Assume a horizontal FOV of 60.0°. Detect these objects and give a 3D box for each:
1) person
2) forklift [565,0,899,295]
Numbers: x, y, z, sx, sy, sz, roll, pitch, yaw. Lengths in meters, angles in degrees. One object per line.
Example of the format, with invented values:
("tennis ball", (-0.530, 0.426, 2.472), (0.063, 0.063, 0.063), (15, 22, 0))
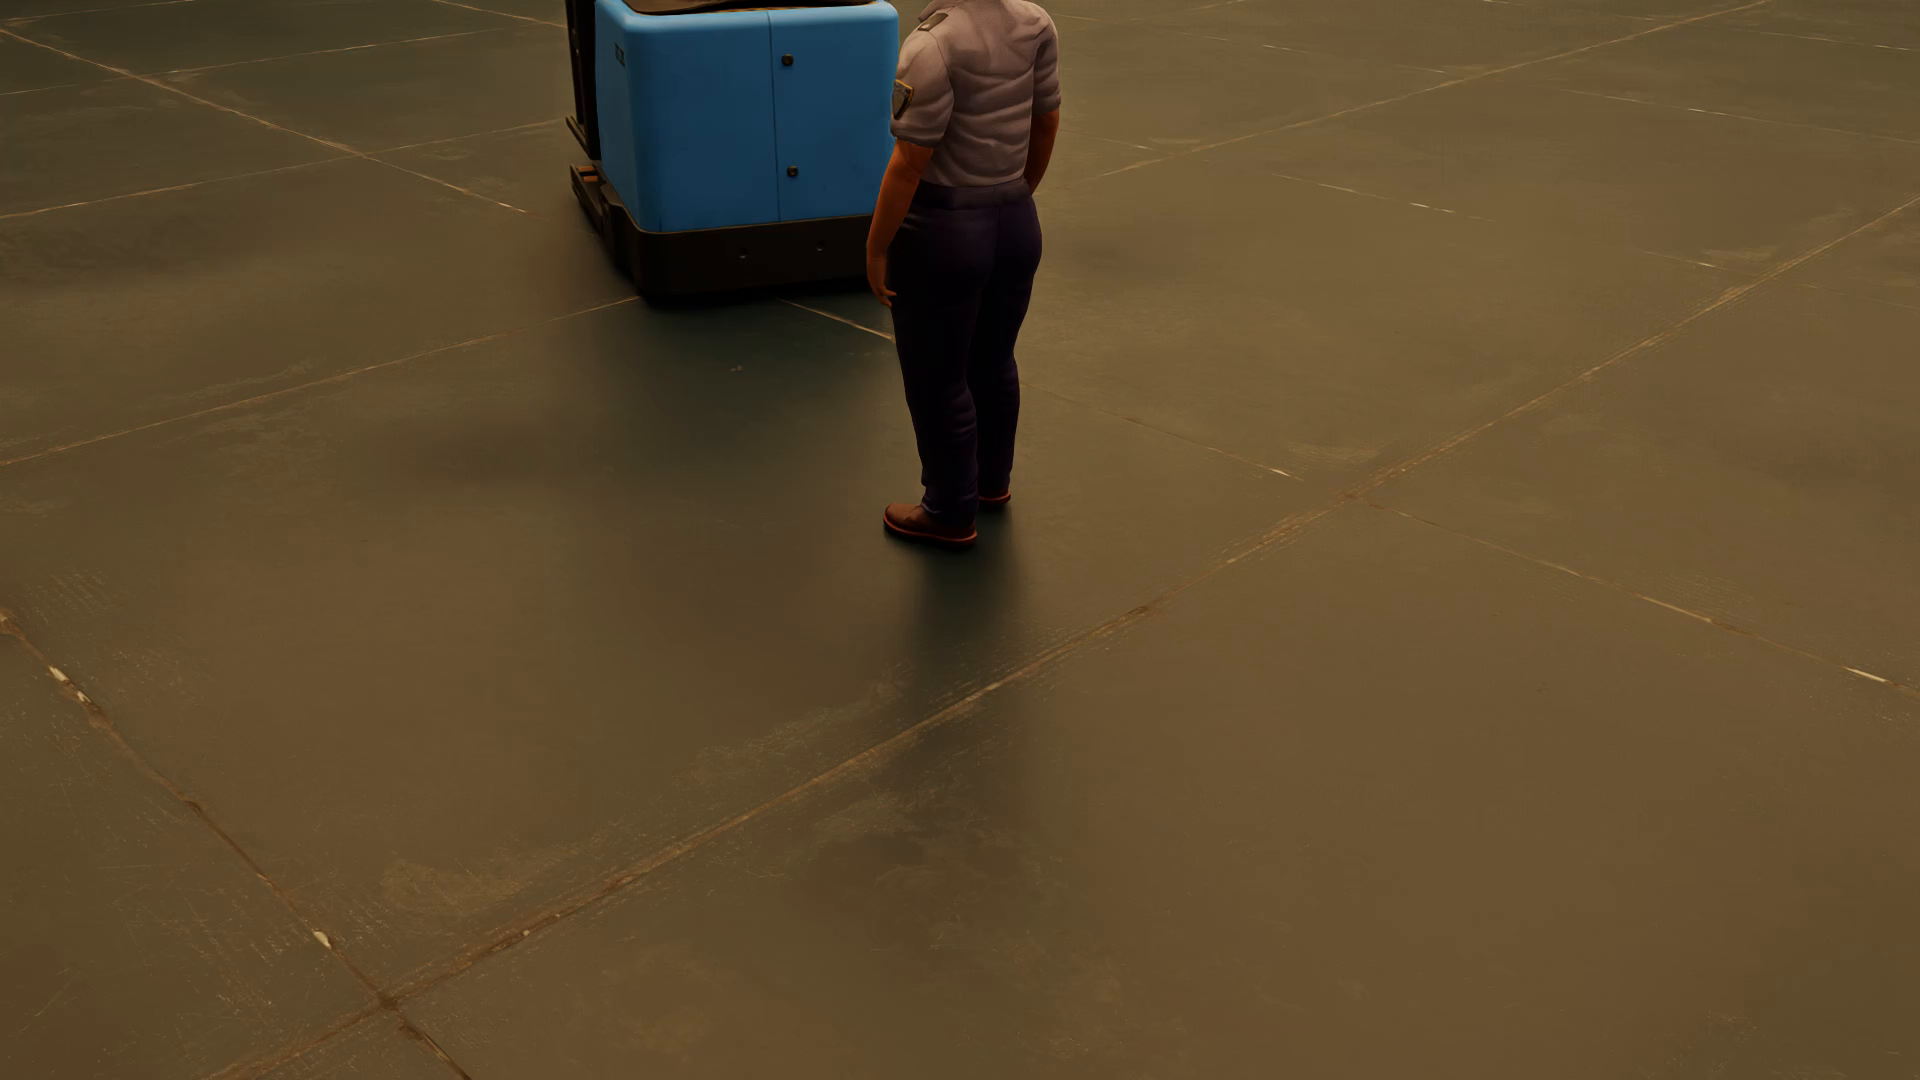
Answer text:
("person", (-0.047, -0.781, 4.247), (0.599, 1.650, 0.503), (-24, 35, -39))
("forklift", (-1.177, -2.863, 7.052), (1.130, 2.935, 3.031), (-9, 27, -17))
